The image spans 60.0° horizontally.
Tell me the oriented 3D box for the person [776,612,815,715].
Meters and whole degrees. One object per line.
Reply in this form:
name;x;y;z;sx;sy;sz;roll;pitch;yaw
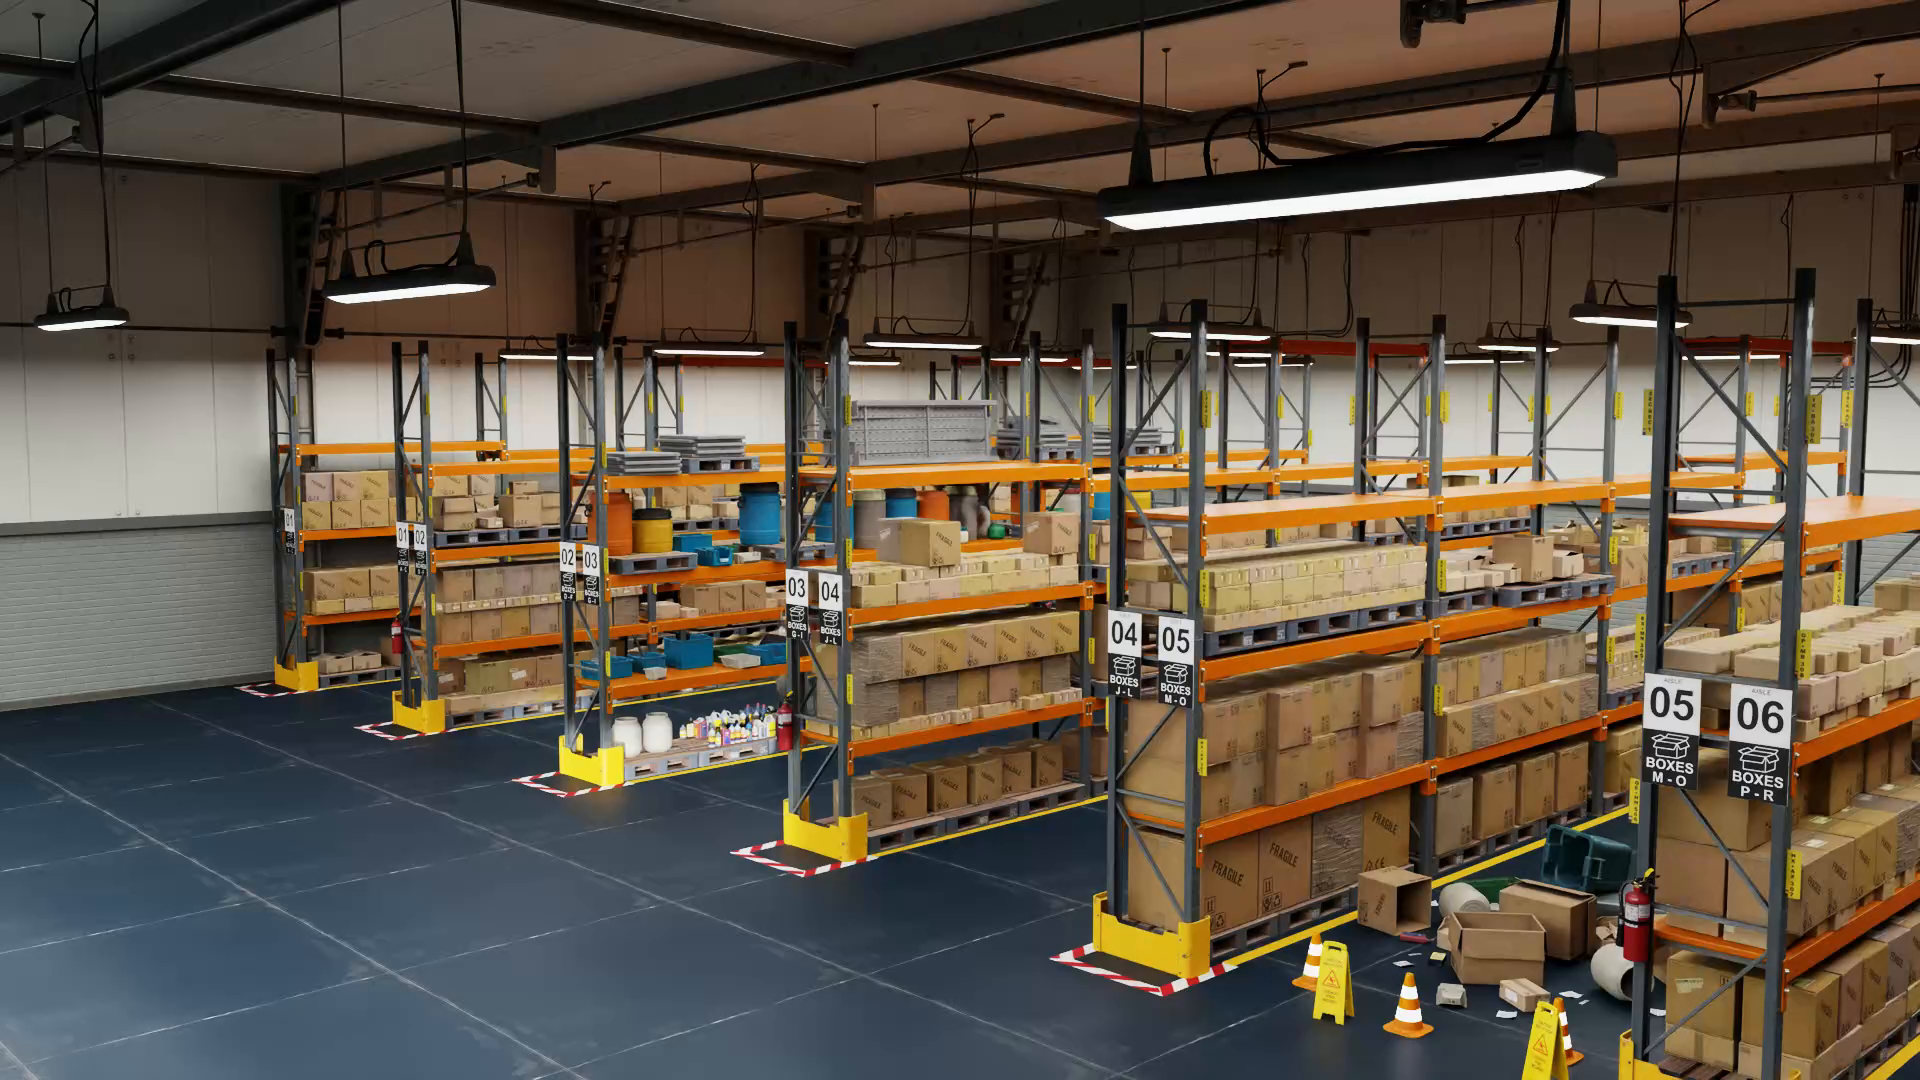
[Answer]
person;-2.677;2.005;26.836;0.634;1.740;0.647;1;5;13
